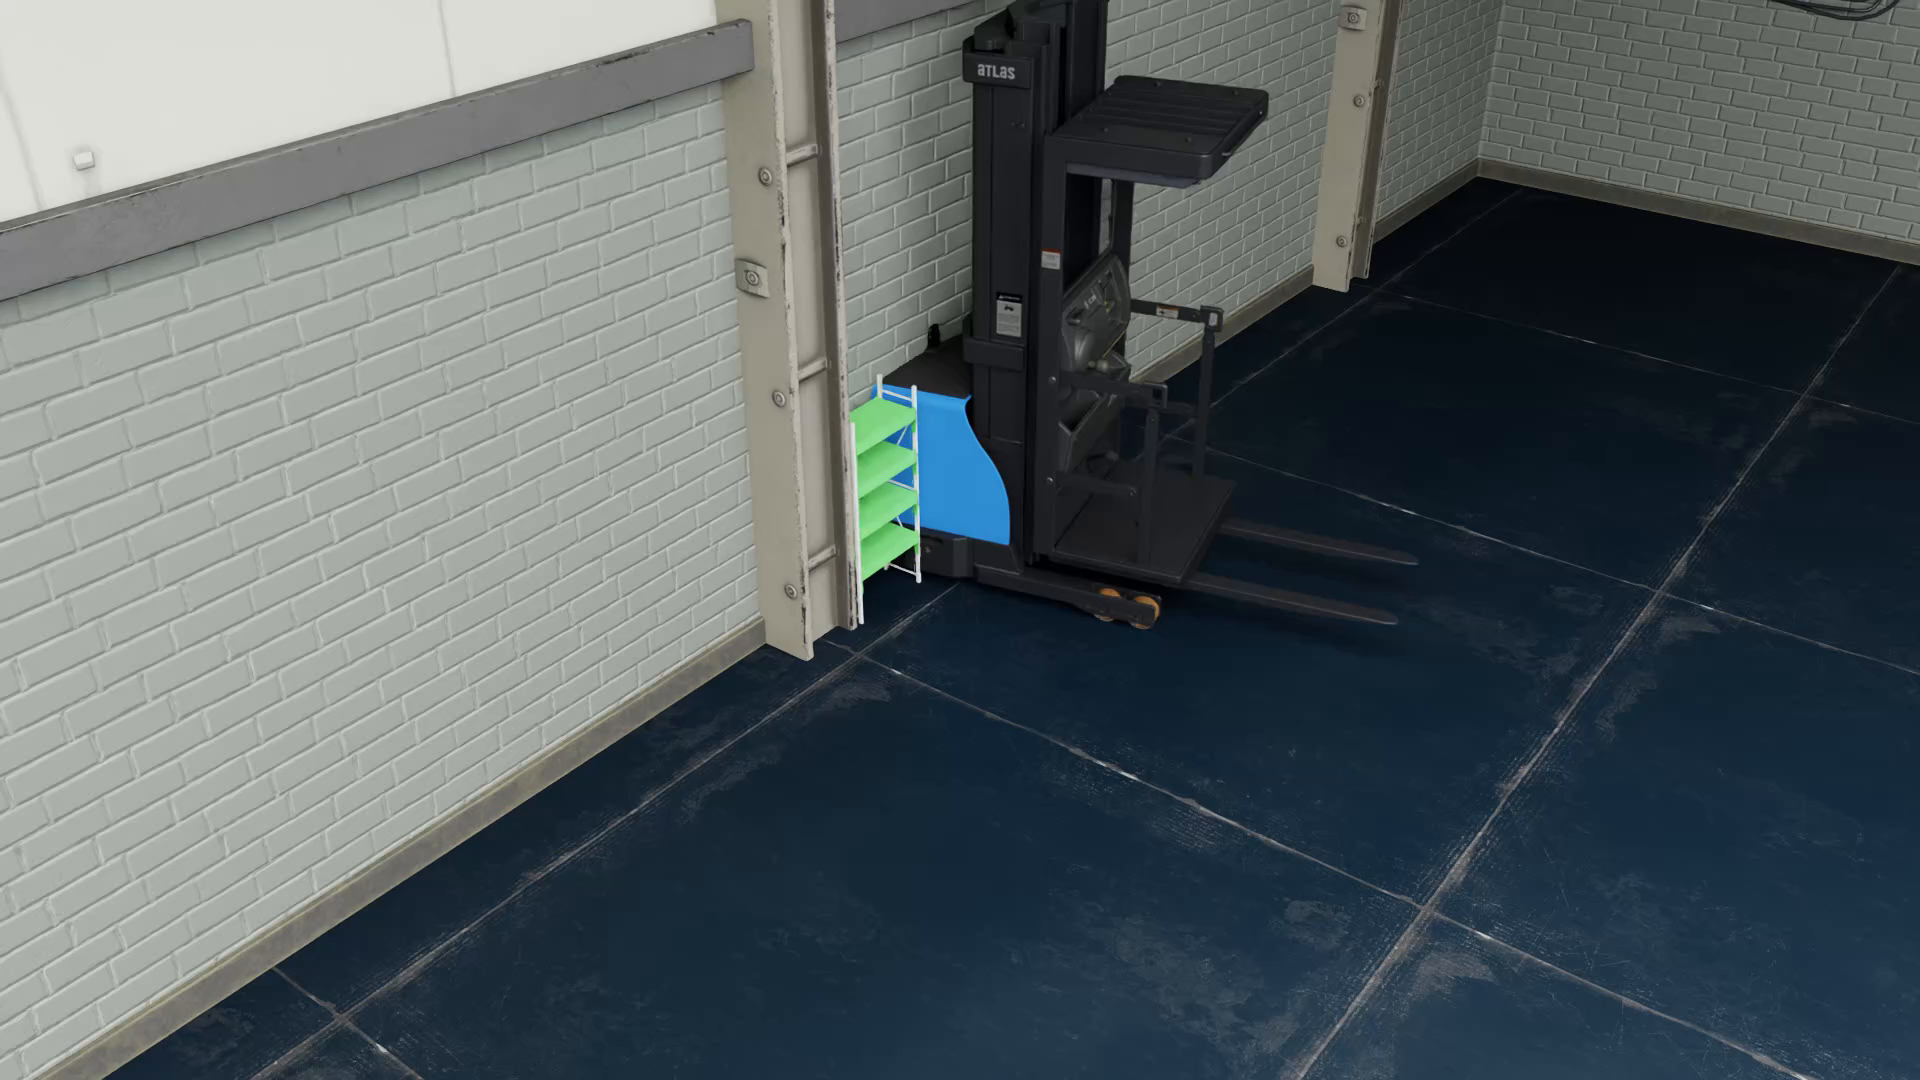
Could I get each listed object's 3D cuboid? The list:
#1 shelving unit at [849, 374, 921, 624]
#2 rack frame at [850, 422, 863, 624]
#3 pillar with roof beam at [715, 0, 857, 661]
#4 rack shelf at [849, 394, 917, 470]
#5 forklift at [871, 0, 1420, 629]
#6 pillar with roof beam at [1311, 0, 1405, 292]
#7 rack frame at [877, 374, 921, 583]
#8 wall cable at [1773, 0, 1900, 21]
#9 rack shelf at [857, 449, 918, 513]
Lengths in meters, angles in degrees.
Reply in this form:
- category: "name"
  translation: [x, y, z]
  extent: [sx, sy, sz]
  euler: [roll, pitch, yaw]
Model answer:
- category: "shelving unit"
  translation: [-0.457, -0.184, 8.468]
  extent: [0.258, 1.200, 0.503]
  euler: [20, 37, 30]
- category: "rack frame"
  translation: [-0.601, -0.080, 8.300]
  extent: [0.240, 1.200, 0.015]
  euler: [20, 37, 30]
- category: "pillar with roof beam"
  translation: [2.670, -2.073, 3.922]
  extent: [9.100, 9.000, 0.400]
  euler: [21, 37, 31]
- category: "rack shelf"
  translation: [-0.460, -0.539, 8.251]
  extent: [0.258, 0.148, 0.480]
  euler: [20, 37, 30]
- category: "forklift"
  translation: [0.867, -1.115, 8.257]
  extent: [3.031, 2.935, 1.130]
  euler: [12, 33, 20]
- category: "pillar with roof beam"
  translation: [6.292, -4.512, 8.037]
  extent: [9.100, 9.000, 0.400]
  euler: [21, 37, 31]
- category: "rack frame"
  translation: [-0.314, -0.287, 8.636]
  extent: [0.240, 1.200, 0.015]
  euler: [20, 37, 30]
- category: "wall cable"
  translation: [5.692, -5.292, 12.398]
  extent: [3.097, 2.526, 0.112]
  euler: [21, 37, 31]
- category: "rack shelf"
  translation: [-0.458, -0.334, 8.376]
  extent: [0.258, 0.148, 0.480]
  euler: [20, 37, 30]
